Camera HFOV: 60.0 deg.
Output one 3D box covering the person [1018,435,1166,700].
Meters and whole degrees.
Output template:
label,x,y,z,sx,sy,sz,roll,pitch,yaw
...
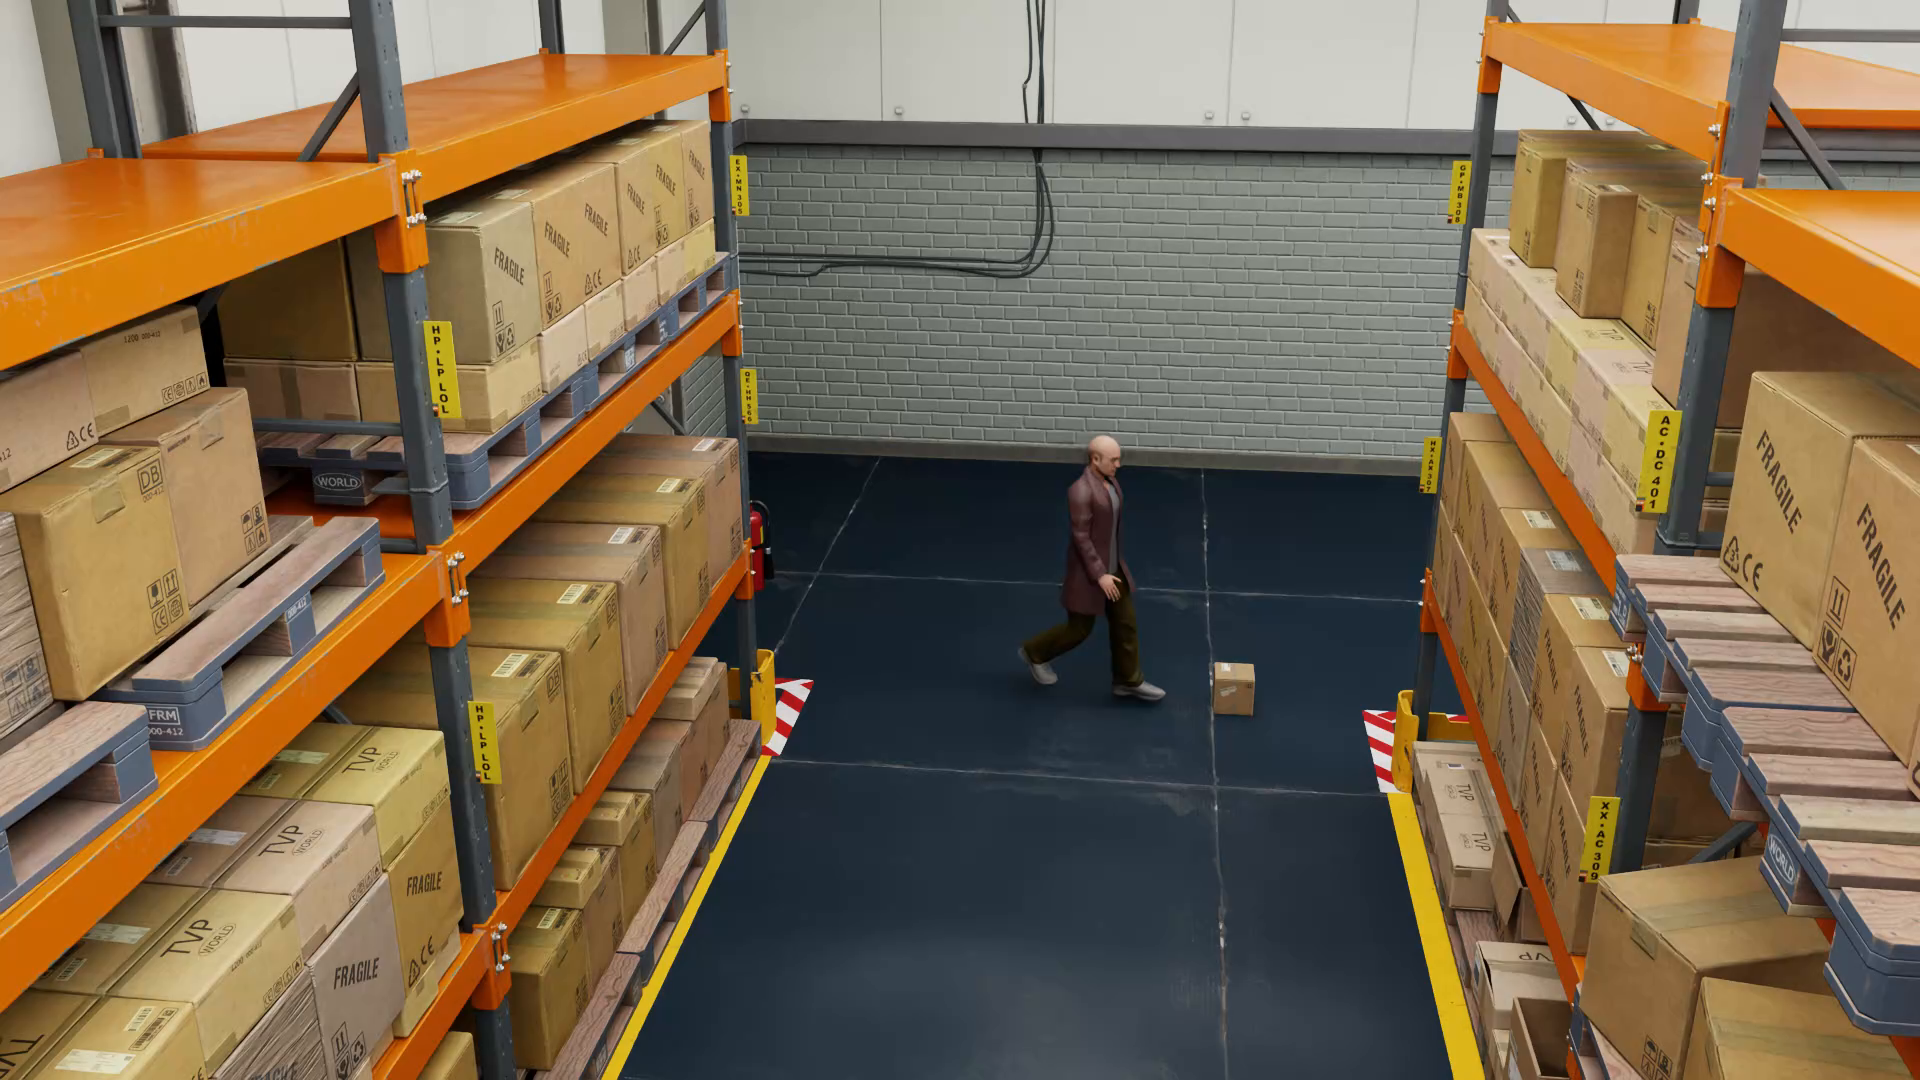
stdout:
label,x,y,z,sx,sy,sz,roll,pitch,yaw
person,0.851,0.178,10.618,0.992,1.752,0.579,13,25,31
